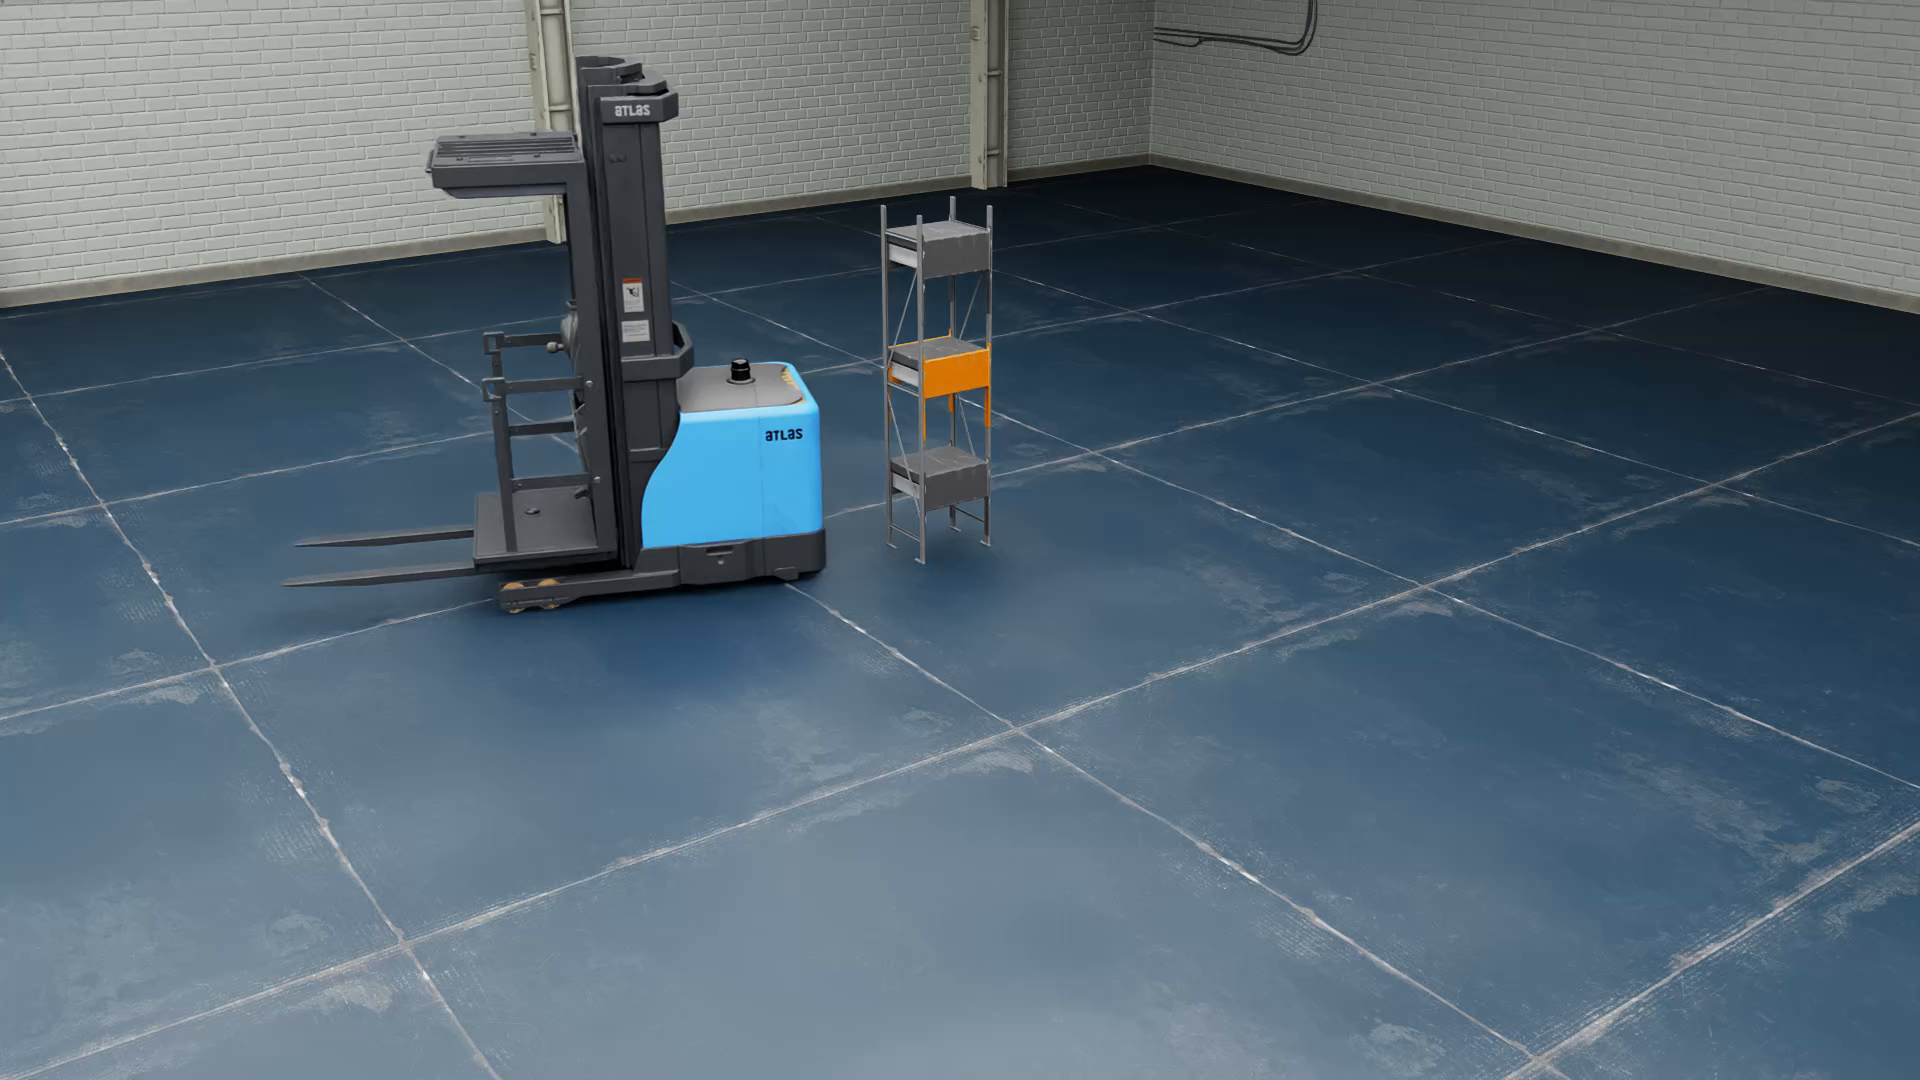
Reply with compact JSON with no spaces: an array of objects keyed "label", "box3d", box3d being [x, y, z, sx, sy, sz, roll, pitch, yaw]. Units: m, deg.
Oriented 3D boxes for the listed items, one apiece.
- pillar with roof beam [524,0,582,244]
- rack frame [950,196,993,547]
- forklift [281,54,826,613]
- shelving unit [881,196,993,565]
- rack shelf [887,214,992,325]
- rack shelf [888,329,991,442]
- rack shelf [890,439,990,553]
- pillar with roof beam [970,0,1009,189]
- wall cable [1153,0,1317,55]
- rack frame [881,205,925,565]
[{"label":"pillar with roof beam","box3d":[-1.971,-6.319,14.090,0.400,9.000,9.100,-15,26,-33]},{"label":"rack frame","box3d":[0.064,-0.992,10.050,0.015,2.100,0.400,-15,26,-33]},{"label":"forklift","box3d":[-2.365,-1.167,9.366,3.031,2.935,1.130,-6,22,-14]},{"label":"shelving unit","box3d":[-0.134,-0.939,9.917,0.503,2.100,0.431,-15,26,-33]},{"label":"rack shelf","box3d":[-0.134,-1.577,9.663,0.480,0.518,0.431,-15,26,-33]},{"label":"rack shelf","box3d":[-0.134,-0.927,9.922,0.480,0.518,0.431,-15,26,-33]},{"label":"rack shelf","box3d":[-0.134,-0.277,10.182,0.480,0.518,0.431,-15,26,-33]},{"label":"pillar with roof beam","box3d":[2.900,-7.618,17.345,0.400,9.000,9.100,-15,26,-33]},{"label":"wall cable","box3d":[3.549,-7.711,21.767,0.112,2.526,3.097,-15,26,-33]},{"label":"rack frame","box3d":[-0.332,-0.887,9.785,0.015,2.100,0.400,-15,26,-33]}]
